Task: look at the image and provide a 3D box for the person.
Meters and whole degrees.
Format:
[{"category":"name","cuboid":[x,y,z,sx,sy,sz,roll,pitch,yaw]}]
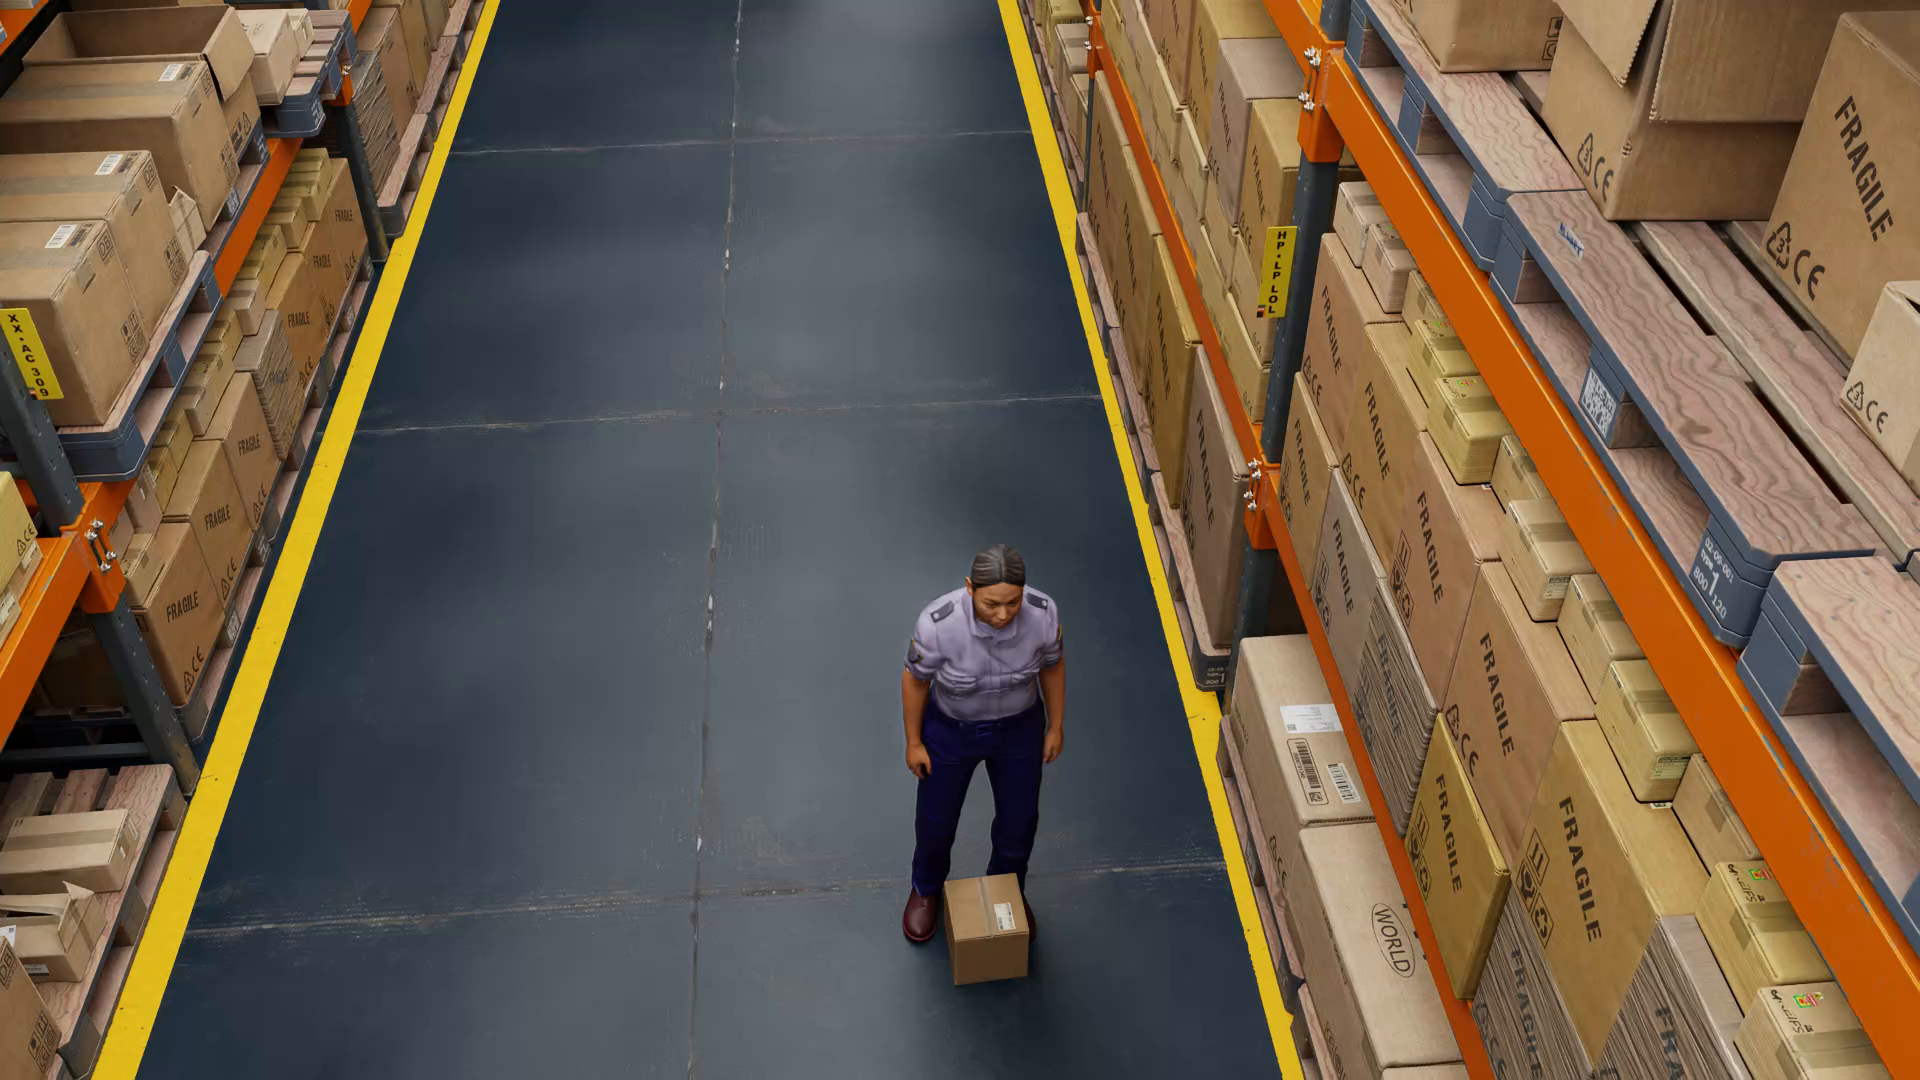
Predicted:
[{"category":"person","cuboid":[0.068,0.649,5.370,0.563,1.651,0.425,-5,40,-7]}]
